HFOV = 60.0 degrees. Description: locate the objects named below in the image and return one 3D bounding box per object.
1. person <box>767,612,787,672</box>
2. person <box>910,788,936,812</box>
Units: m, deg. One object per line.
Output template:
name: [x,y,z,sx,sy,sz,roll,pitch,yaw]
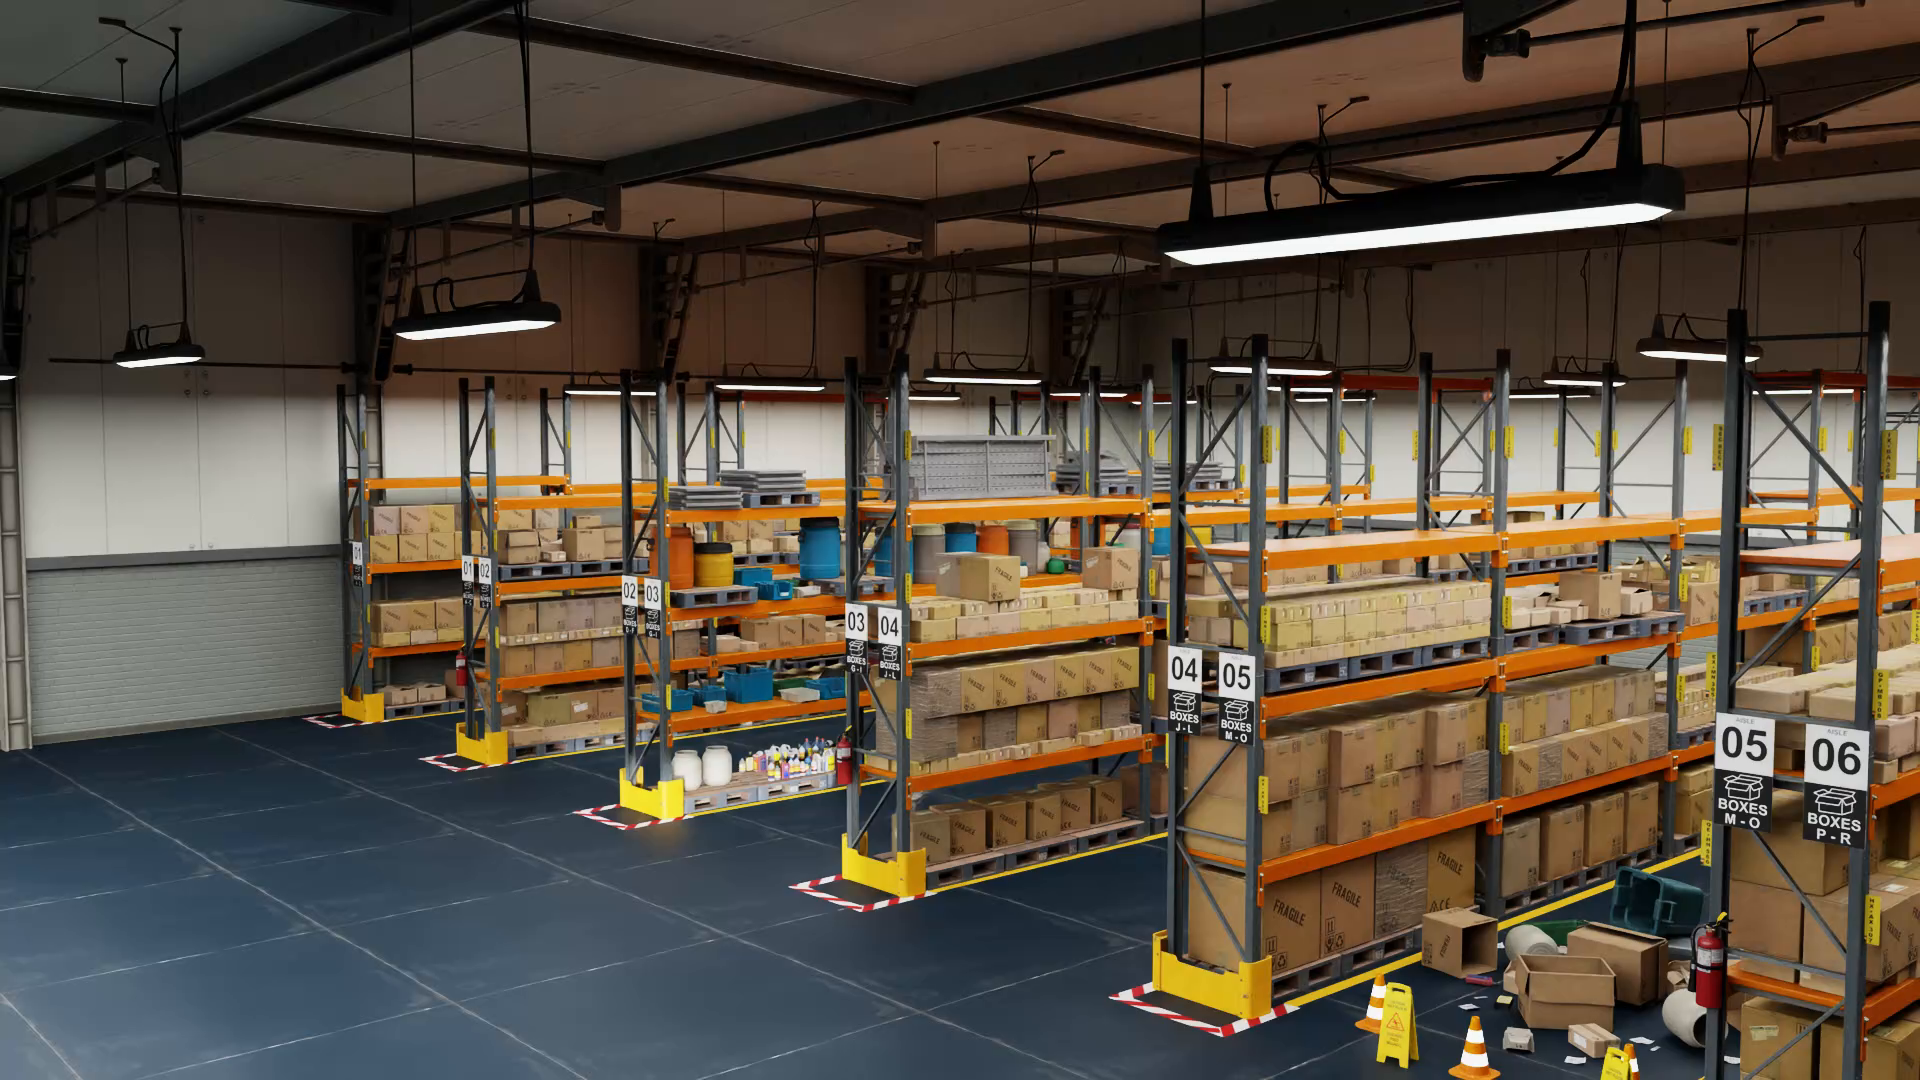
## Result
person: [-3.569,2.148,32.810,0.672,1.744,0.623,3,5,35]
person: [-0.584,2.840,21.789,0.471,1.775,0.600,-2,4,-31]
